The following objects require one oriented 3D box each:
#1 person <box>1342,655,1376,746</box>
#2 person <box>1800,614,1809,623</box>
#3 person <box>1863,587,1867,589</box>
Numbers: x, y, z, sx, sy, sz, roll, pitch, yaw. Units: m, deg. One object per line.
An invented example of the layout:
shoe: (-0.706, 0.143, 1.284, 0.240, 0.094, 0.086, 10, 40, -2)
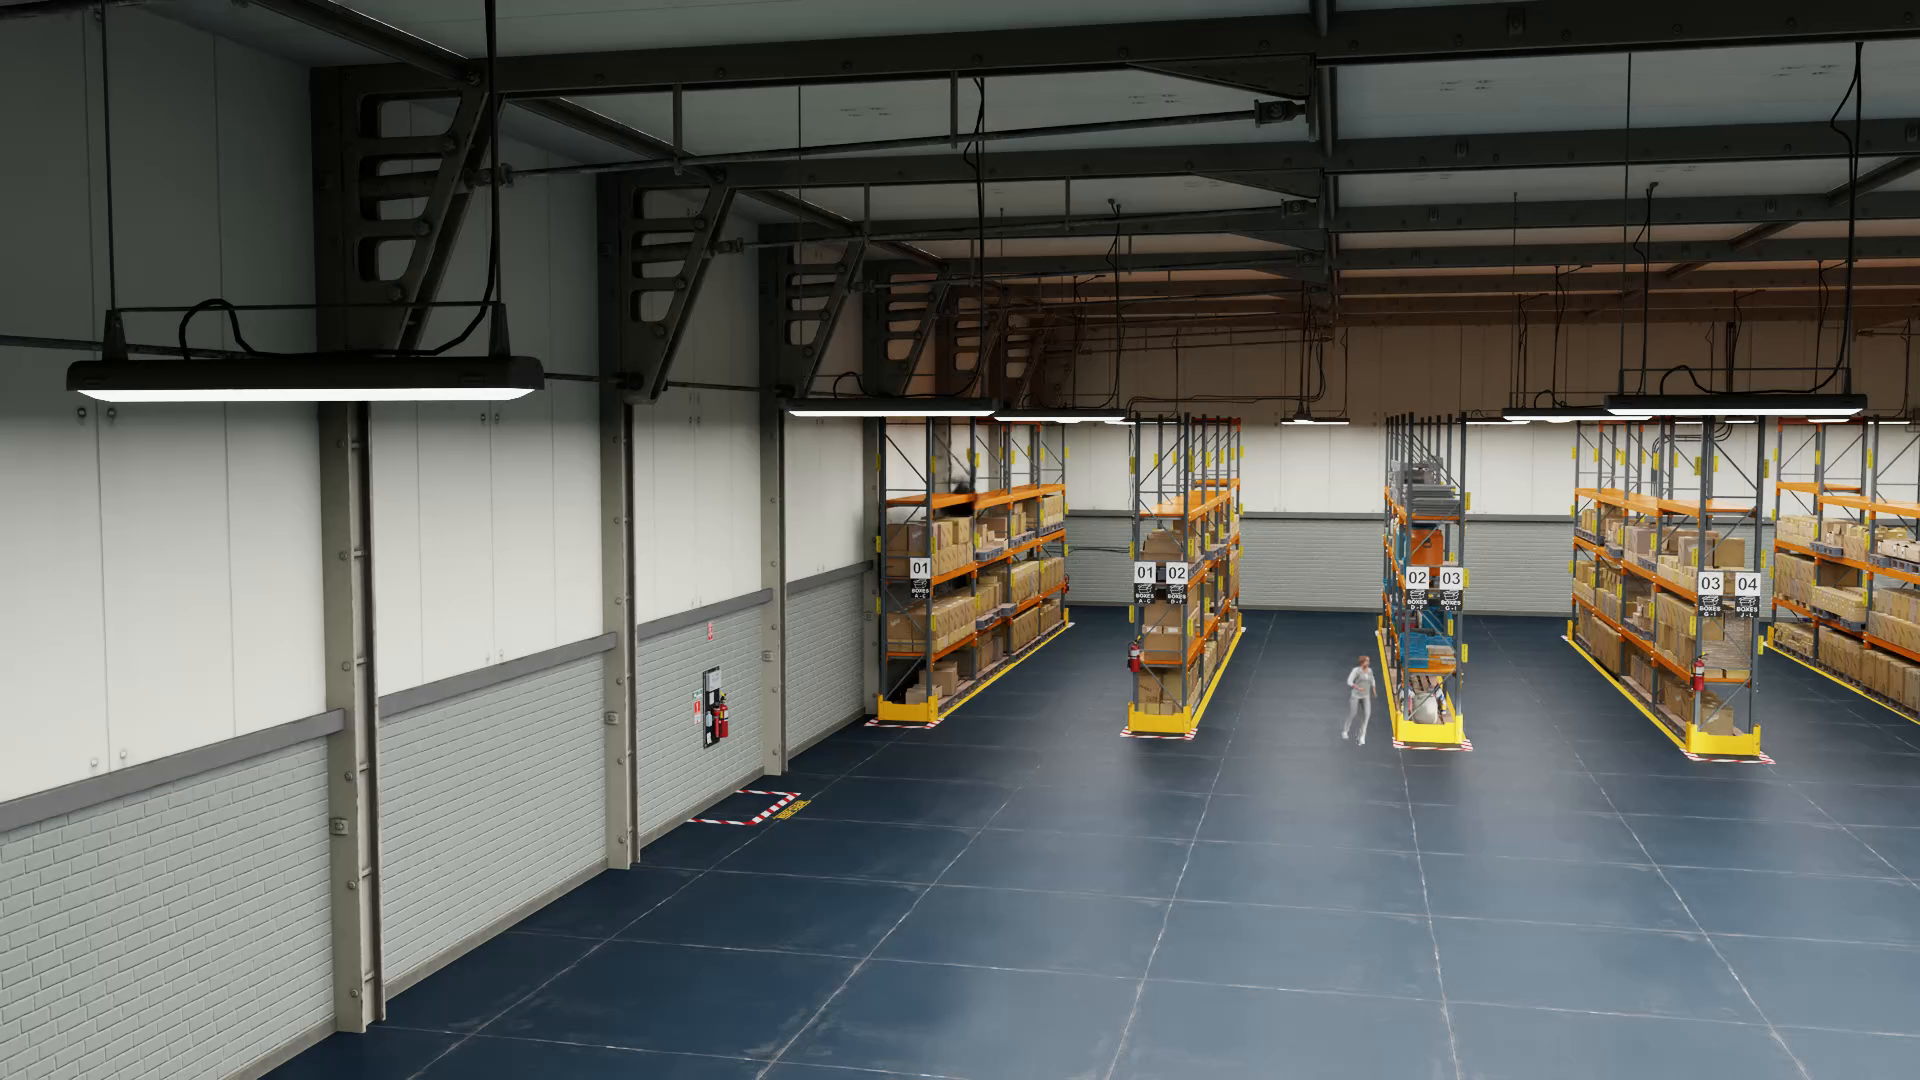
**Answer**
person: (7.297, 2.880, 30.192, 0.603, 1.609, 0.669, -1, 4, -11)
person: (22.883, 1.875, 44.866, 0.759, 1.707, 0.590, 0, 4, -5)
person: (23.273, 1.960, 42.886, 0.747, 1.765, 0.854, 0, 4, 0)
